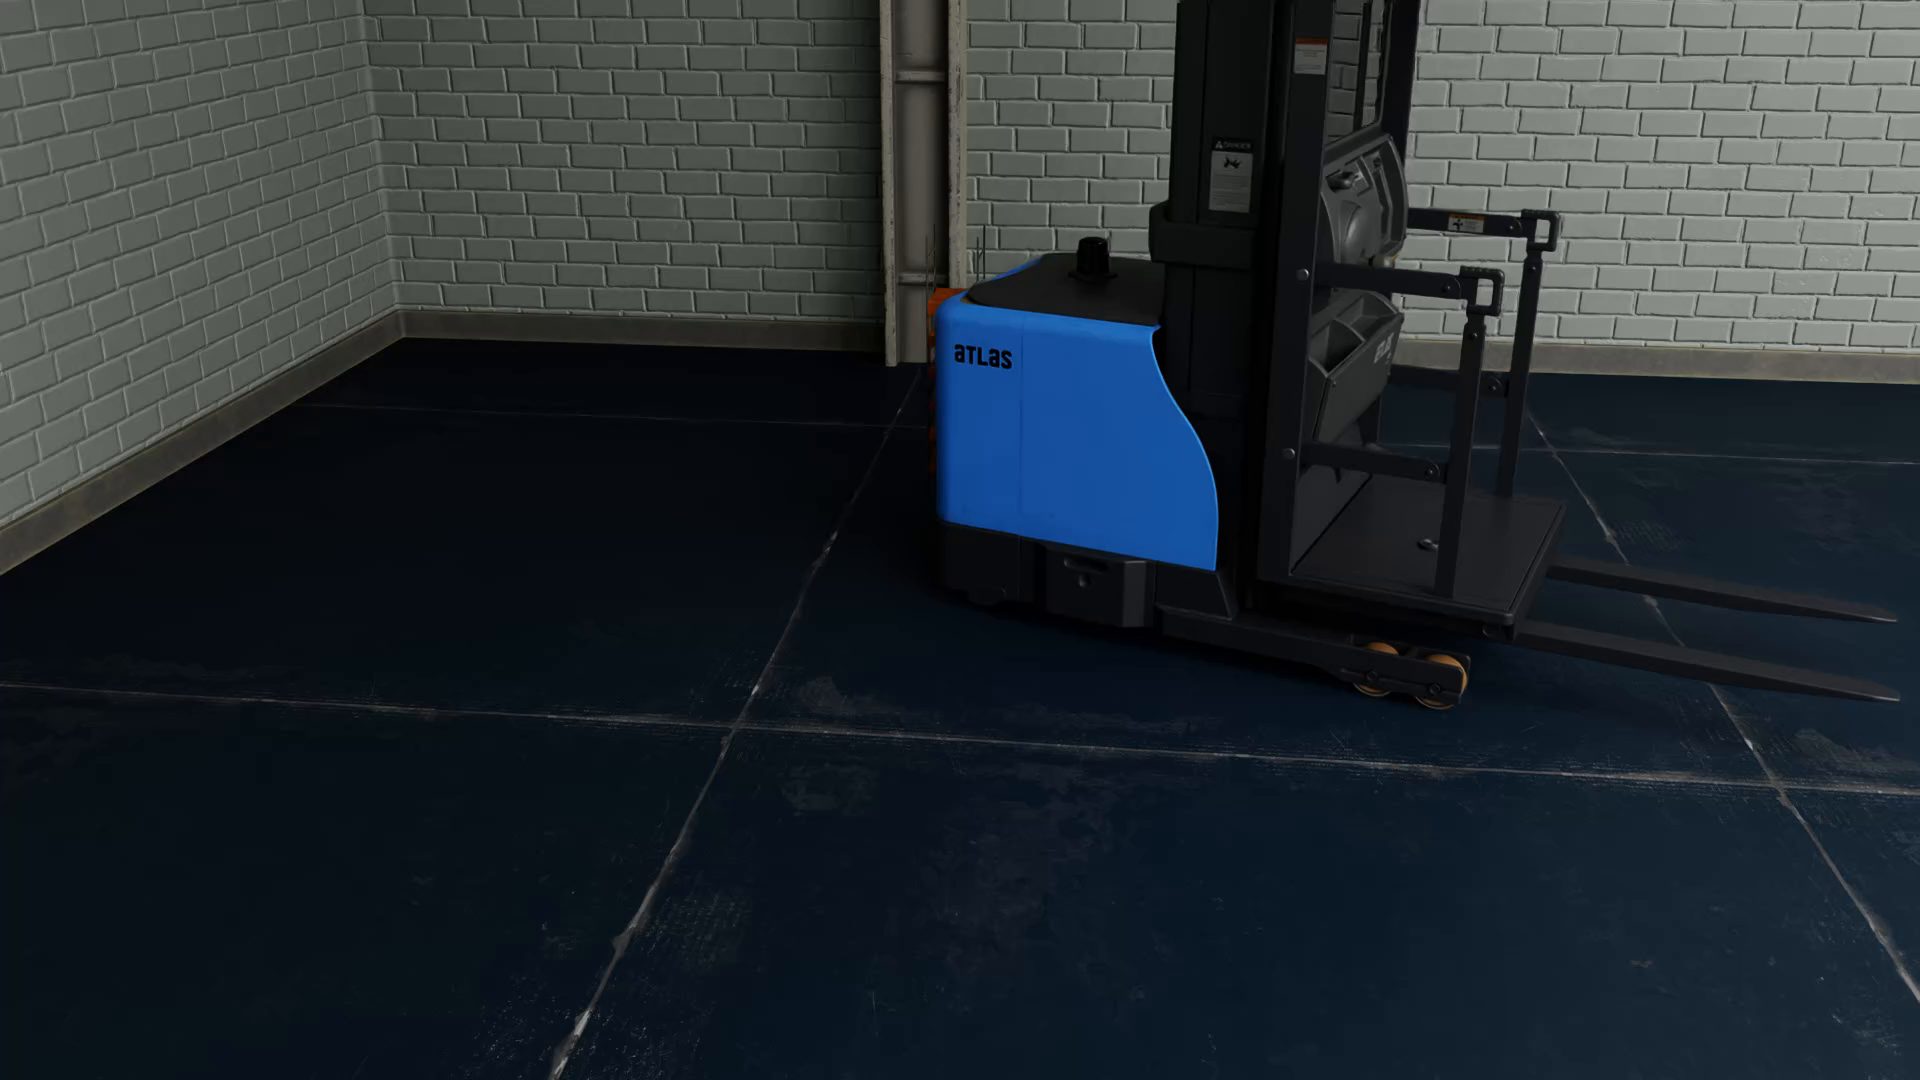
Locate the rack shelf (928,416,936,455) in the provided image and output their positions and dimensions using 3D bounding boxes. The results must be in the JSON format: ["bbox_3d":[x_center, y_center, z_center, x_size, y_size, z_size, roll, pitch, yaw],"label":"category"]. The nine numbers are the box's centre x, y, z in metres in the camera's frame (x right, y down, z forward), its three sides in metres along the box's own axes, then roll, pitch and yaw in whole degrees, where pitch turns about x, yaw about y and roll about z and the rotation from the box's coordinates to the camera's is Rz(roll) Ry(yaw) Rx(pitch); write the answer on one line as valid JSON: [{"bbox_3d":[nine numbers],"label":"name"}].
[{"bbox_3d":[-0.014,-0.406,6.281,0.180,0.103,0.258,2,22,6],"label":"rack shelf"}]

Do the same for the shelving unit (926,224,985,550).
[{"bbox_3d":[-0.014,-0.559,6.221,0.189,1.200,0.258,2,22,6],"label":"shelving unit"}]

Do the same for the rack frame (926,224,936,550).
[{"bbox_3d":[-0.105,-0.563,6.231,0.006,1.200,0.240,2,22,6],"label":"rack frame"}]

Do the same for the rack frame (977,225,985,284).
[{"bbox_3d":[0.076,-0.555,6.211,0.006,1.200,0.240,2,22,6],"label":"rack frame"}]

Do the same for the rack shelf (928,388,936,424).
[{"bbox_3d":[-0.014,-0.517,6.237,0.180,0.103,0.258,2,22,6],"label":"rack shelf"}]

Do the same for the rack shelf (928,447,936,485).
[{"bbox_3d":[-0.014,-0.294,6.325,0.180,0.103,0.258,2,22,6],"label":"rack shelf"}]

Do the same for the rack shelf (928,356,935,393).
[{"bbox_3d":[-0.014,-0.629,6.193,0.180,0.103,0.258,2,22,6],"label":"rack shelf"}]

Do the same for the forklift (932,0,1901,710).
[{"bbox_3d":[1.452,-1.064,5.145,3.031,2.935,1.130,11,24,25],"label":"forklift"}]

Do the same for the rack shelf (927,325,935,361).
[{"bbox_3d":[-0.014,-0.740,6.149,0.180,0.103,0.258,2,22,6],"label":"rack shelf"}]

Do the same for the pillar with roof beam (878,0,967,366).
[{"bbox_3d":[-0.688,-3.577,3.247,0.400,9.000,9.100,2,22,6],"label":"pillar with roof beam"}]

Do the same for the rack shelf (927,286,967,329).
[{"bbox_3d":[-0.014,-0.852,6.105,0.180,0.103,0.258,2,22,6],"label":"rack shelf"}]
